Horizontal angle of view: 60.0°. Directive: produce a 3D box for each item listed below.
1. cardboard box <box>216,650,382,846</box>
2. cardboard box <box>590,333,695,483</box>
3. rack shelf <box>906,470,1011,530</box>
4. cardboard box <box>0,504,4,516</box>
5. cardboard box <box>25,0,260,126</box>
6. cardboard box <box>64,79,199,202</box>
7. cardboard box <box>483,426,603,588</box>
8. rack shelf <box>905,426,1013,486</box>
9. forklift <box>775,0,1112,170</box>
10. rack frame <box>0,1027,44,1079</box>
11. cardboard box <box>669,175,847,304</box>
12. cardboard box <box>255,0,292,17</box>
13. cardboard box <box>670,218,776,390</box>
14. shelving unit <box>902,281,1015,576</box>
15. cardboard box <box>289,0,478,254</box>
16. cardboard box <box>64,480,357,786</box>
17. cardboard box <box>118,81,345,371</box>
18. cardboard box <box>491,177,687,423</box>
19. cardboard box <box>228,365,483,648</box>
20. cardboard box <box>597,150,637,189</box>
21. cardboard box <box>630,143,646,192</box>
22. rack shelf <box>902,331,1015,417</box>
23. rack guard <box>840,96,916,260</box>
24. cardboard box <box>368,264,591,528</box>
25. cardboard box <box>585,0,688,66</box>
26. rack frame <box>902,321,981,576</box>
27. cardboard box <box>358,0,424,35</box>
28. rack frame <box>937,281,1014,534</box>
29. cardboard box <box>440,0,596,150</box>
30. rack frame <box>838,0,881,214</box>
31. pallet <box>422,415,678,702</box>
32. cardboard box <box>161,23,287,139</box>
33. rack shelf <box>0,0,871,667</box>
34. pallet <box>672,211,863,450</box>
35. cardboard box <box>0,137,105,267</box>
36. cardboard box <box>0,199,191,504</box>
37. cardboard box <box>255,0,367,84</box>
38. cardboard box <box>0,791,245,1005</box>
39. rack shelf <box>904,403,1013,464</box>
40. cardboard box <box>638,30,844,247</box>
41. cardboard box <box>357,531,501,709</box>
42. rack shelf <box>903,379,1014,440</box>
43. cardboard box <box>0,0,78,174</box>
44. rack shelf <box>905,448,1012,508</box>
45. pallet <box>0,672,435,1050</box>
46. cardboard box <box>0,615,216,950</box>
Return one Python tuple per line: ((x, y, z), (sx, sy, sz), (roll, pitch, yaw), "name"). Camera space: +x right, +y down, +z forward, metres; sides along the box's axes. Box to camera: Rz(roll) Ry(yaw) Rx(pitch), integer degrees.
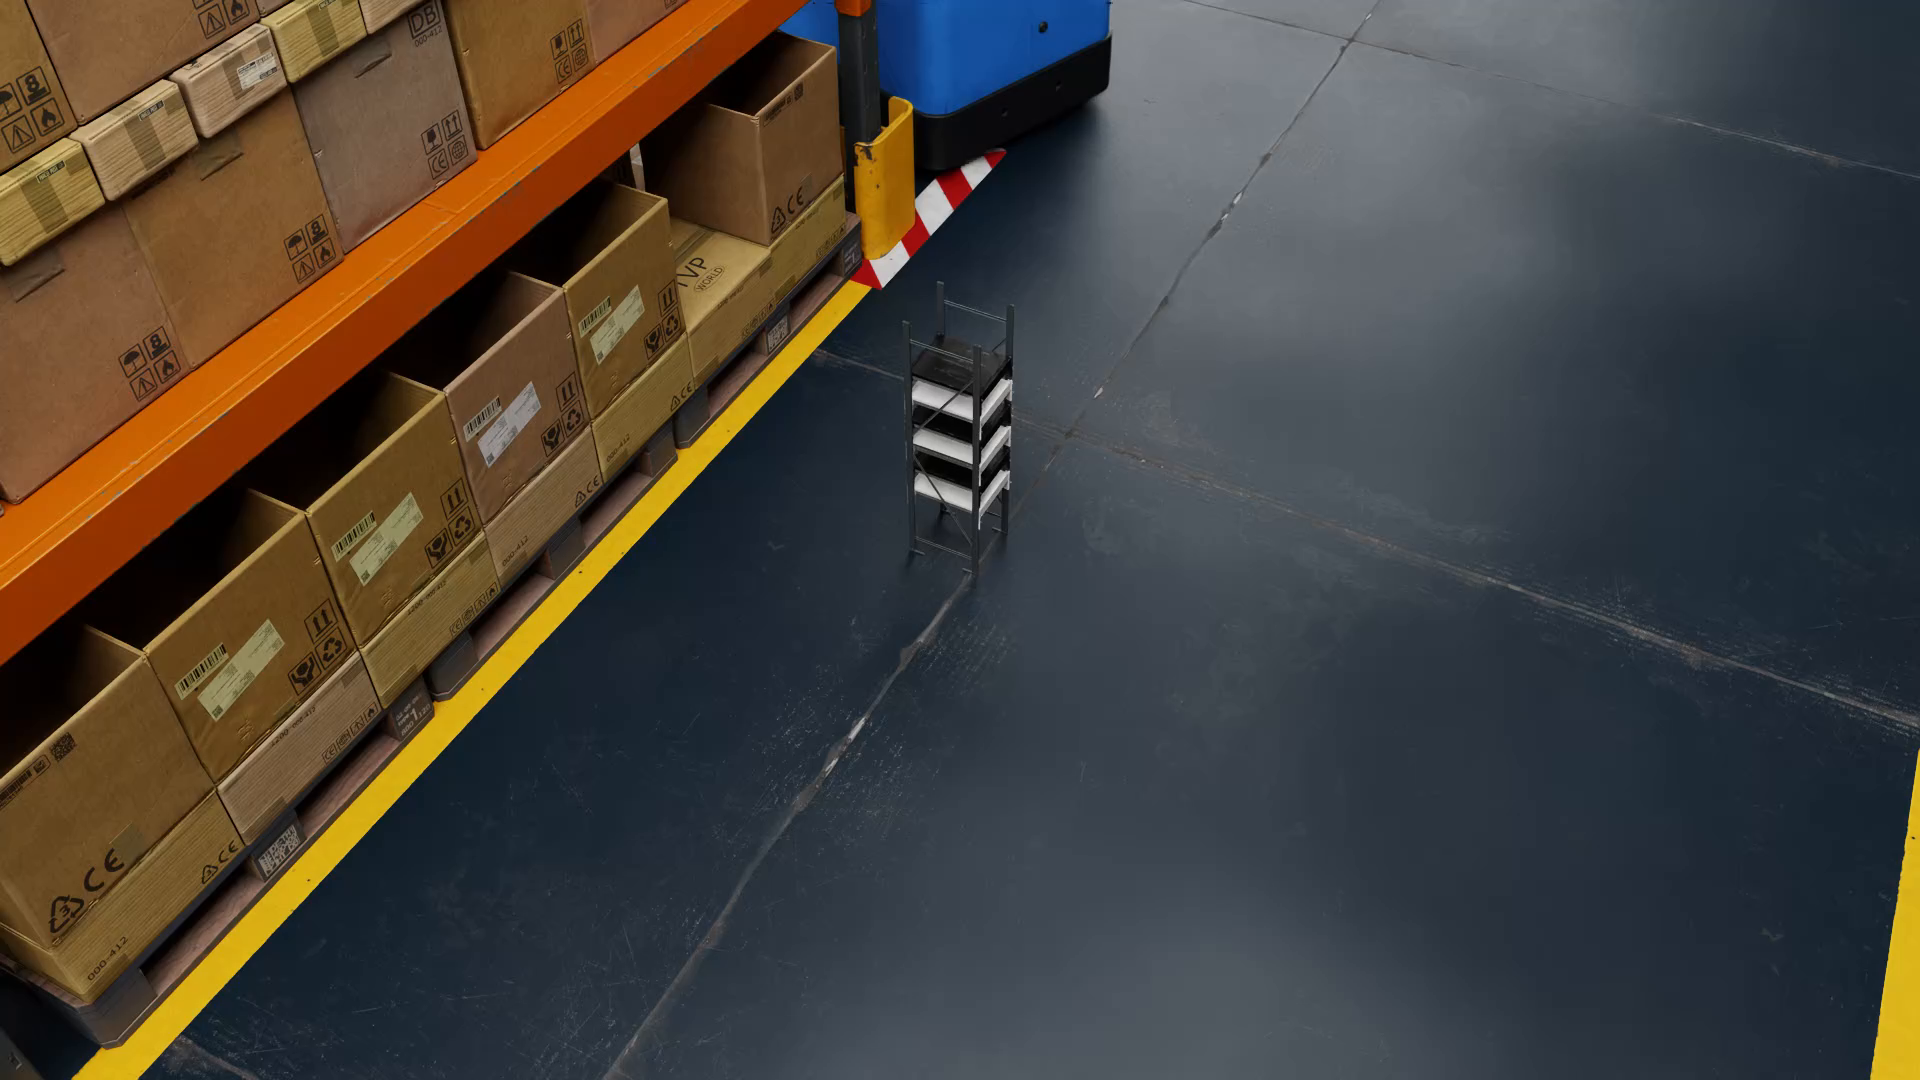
((-1.895, 0.449, 4.335), (0.500, 0.250, 0.500), (20, 49, 19), "cardboard box")
((-1.198, -0.496, 5.269), (0.500, 0.250, 0.500), (20, 49, 19), "cardboard box")
((-0.004, -0.161, 5.077), (0.258, 0.077, 0.200), (20, 49, 19), "rack shelf")
((-2.415, -0.181, 3.250), (0.700, 0.500, 0.500), (19, 48, 18), "cardboard box")
((-1.949, -1.272, 3.415), (0.700, 0.500, 0.500), (20, 49, 19), "cardboard box")
((-1.846, -0.877, 3.482), (0.380, 0.149, 0.250), (19, 48, 18), "cardboard box")
((-1.432, -0.181, 4.958), (0.500, 0.250, 0.500), (20, 49, 19), "cardboard box")
((-0.004, -0.288, 4.949), (0.258, 0.077, 0.200), (20, 49, 19), "rack shelf")
((-0.736, -3.459, 6.608), (1.130, 2.935, 3.031), (-33, 54, -28), "forklift")
((-2.613, 0.136, 3.006), (0.949, 2.616, 0.053), (20, 49, 19), "rack frame")
((-0.746, -1.130, 5.896), (0.500, 0.250, 0.500), (20, 49, 19), "cardboard box")
((-1.717, -1.586, 3.726), (0.700, 0.500, 0.500), (20, 49, 19), "cardboard box")
((-0.968, -0.811, 5.581), (0.500, 0.250, 0.500), (20, 49, 19), "cardboard box")
((-0.004, -0.311, 4.925), (0.258, 0.900, 0.210), (20, 49, 19), "shelving unit")
((-1.703, -1.154, 4.211), (0.700, 0.500, 0.500), (22, 49, 20), "cardboard box")
((-1.898, 0.184, 4.070), (0.500, 0.500, 0.500), (20, 49, 19), "cardboard box")
((-1.940, -0.831, 3.892), (0.700, 0.500, 0.500), (21, 49, 20), "cardboard box")
((-1.196, -0.758, 5.001), (0.500, 0.500, 0.500), (20, 49, 19), "cardboard box")
((-1.659, -0.128, 4.378), (0.500, 0.500, 0.500), (20, 49, 19), "cardboard box")
((-1.435, -1.249, 5.486), (0.500, 0.500, 0.500), (20, 49, 19), "cardboard box")
((-1.205, -1.301, 6.065), (0.500, 0.250, 0.500), (20, 49, 19), "cardboard box")
((-0.004, -0.478, 4.757), (0.258, 0.077, 0.200), (20, 49, 19), "rack shelf")
((-0.748, -1.521, 6.402), (1.175, 0.500, 0.348), (20, 49, 19), "rack guard")
((-1.429, -0.444, 4.690), (0.500, 0.500, 0.500), (20, 49, 19), "cardboard box")
((-1.227, -1.797, 4.847), (0.700, 0.500, 0.500), (22, 49, 20), "cardboard box")
((-0.051, -0.247, 4.862), (0.240, 0.900, 0.006), (20, 49, 19), "rack frame")
((-1.486, -1.366, 3.965), (0.380, 0.149, 0.250), (20, 49, 19), "cardboard box")
((0.043, -0.375, 4.988), (0.240, 0.900, 0.006), (20, 49, 19), "rack frame")
((-1.462, -1.487, 4.540), (0.700, 0.500, 0.500), (21, 49, 19), "cardboard box")
((-0.759, -2.385, 5.498), (1.000, 3.000, 0.127), (20, 49, 19), "rack frame")
((-1.644, -0.143, 5.243), (1.003, 0.211, 1.213), (20, 49, 19), "pallet")
((-1.725, -1.046, 3.649), (0.380, 0.149, 0.250), (19, 48, 18), "cardboard box")
((-1.687, -0.872, 4.508), (1.077, 0.370, 4.000), (20, 49, 19), "rack shelf")
((-1.077, -0.909, 6.000), (1.003, 0.211, 1.213), (20, 49, 19), "pallet")
((-1.964, -0.720, 3.326), (0.380, 0.149, 0.250), (20, 49, 19), "cardboard box")
((-2.176, -0.516, 3.581), (0.700, 0.500, 0.500), (20, 49, 19), "cardboard box")
((-1.604, -1.210, 3.811), (0.380, 0.149, 0.250), (20, 49, 19), "cardboard box")
((-2.132, 0.762, 4.026), (0.500, 0.250, 0.500), (20, 49, 19), "cardboard box")
((-0.004, -0.351, 4.885), (0.258, 0.077, 0.200), (20, 49, 19), "rack shelf")
((-0.744, -1.393, 5.629), (0.500, 0.500, 0.500), (20, 49, 19), "cardboard box")
((-1.659, 0.136, 4.645), (0.500, 0.250, 0.500), (20, 49, 19), "cardboard box")
((-0.004, -0.414, 4.821), (0.258, 0.077, 0.200), (20, 49, 19), "rack shelf")
((-2.182, -0.956, 3.104), (0.700, 0.500, 0.500), (20, 49, 19), "cardboard box")
((-0.004, -0.225, 5.013), (0.258, 0.077, 0.200), (20, 49, 19), "rack shelf")
((-2.210, 0.628, 4.481), (1.003, 0.211, 1.213), (20, 49, 19), "pallet")
((-2.123, 0.502, 3.756), (0.500, 0.500, 0.500), (20, 49, 19), "cardboard box")
